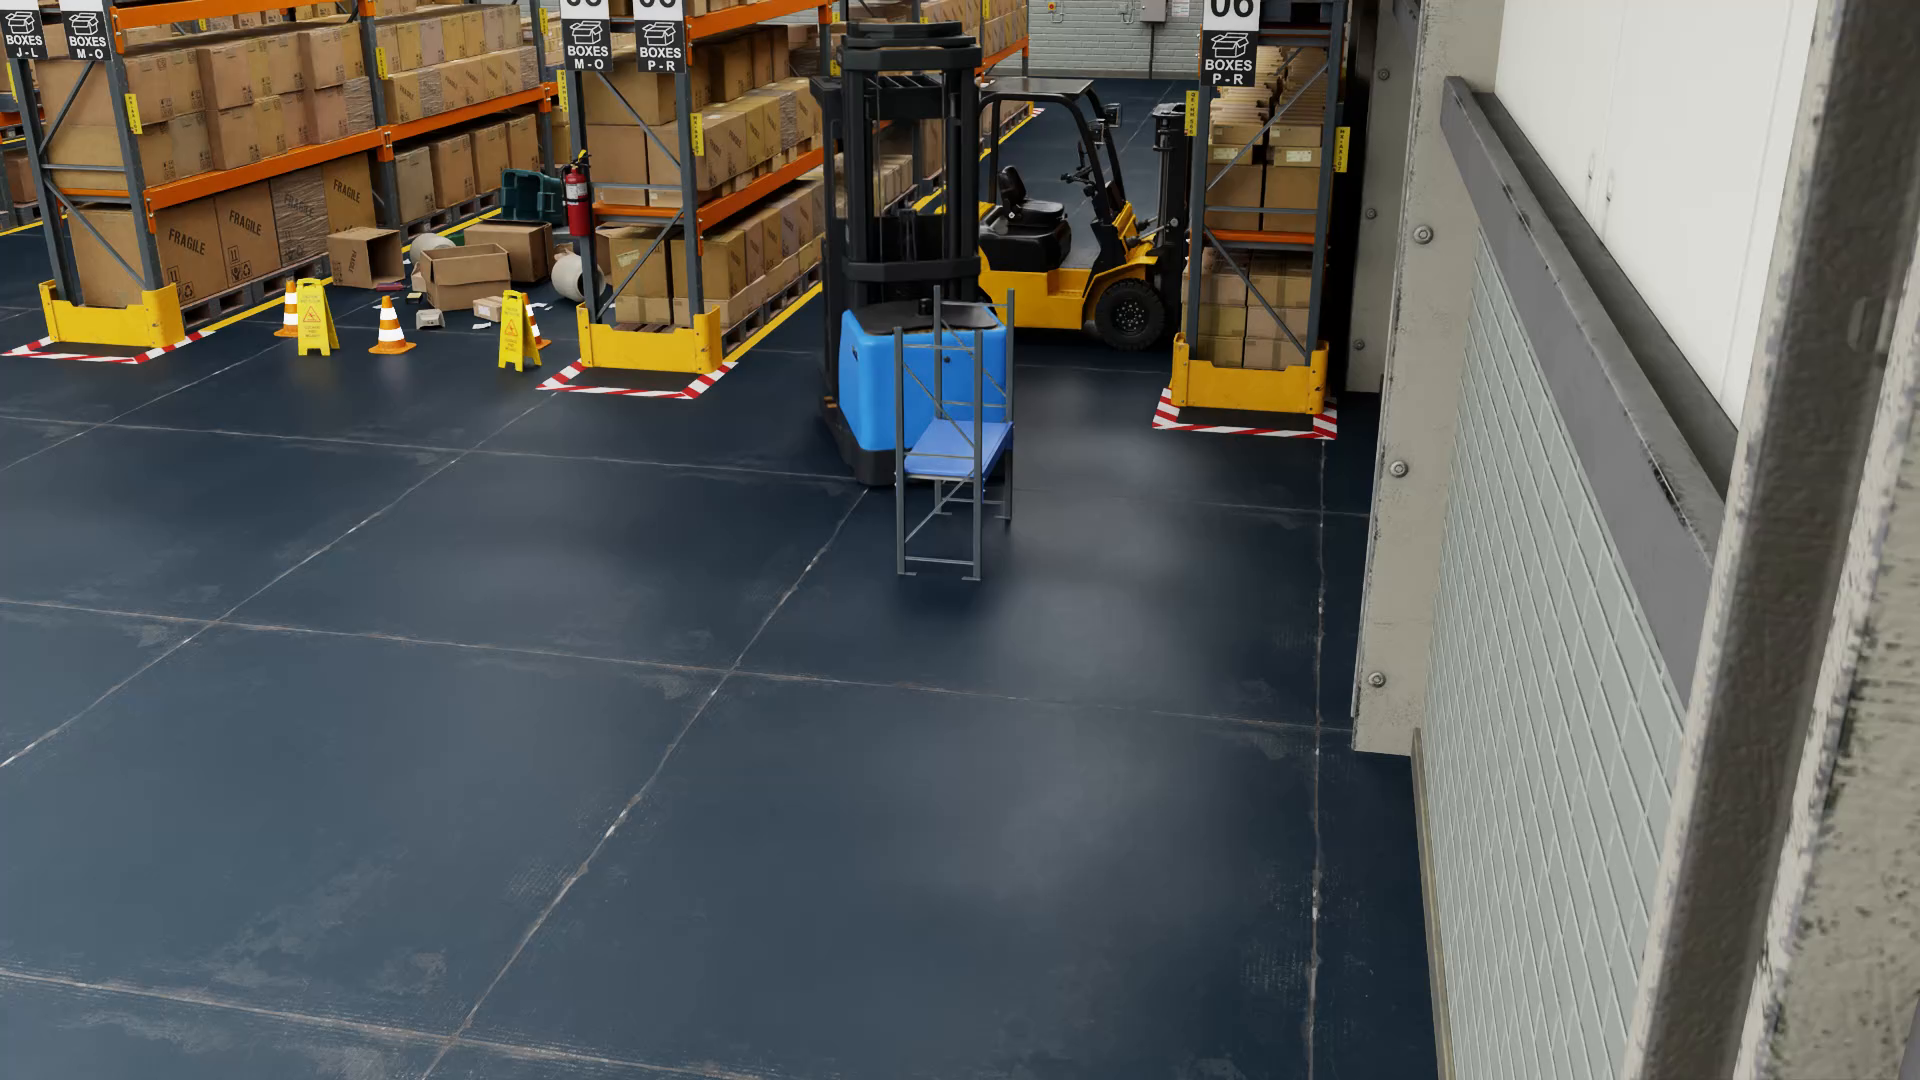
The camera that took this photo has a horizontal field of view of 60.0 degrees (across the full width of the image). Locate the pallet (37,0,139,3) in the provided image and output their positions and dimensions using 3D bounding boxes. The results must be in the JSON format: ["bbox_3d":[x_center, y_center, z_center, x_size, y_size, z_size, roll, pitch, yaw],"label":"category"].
[{"bbox_3d":[-7.337,-4.805,14.372,1.003,0.211,1.213,4,22,11],"label":"pallet"}]

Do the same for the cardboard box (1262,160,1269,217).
[{"bbox_3d":[2.706,-2.864,13.315,0.500,0.500,0.500,5,23,13],"label":"cardboard box"}]

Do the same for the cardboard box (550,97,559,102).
[{"bbox_3d":[-5.365,-5.911,22.794,0.500,0.250,0.500,4,22,10],"label":"cardboard box"}]

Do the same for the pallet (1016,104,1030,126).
[{"bbox_3d":[0.567,-7.102,27.705,1.003,0.211,1.213,4,22,11],"label":"pallet"}]

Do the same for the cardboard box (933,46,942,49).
[{"bbox_3d":[-0.527,-6.286,21.477,0.500,0.250,0.500,5,22,12],"label":"cardboard box"}]

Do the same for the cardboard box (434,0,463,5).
[{"bbox_3d":[-8.890,-9.667,29.141,0.500,0.500,0.500,5,22,12],"label":"cardboard box"}]

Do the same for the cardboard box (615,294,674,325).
[{"bbox_3d":[-2.705,-2.086,14.637,0.500,0.250,0.500,4,22,11],"label":"cardboard box"}]

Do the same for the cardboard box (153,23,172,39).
[{"bbox_3d":[-10.752,-6.564,21.941,0.500,0.500,0.500,2,22,4],"label":"cardboard box"}]

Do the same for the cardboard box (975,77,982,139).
[{"bbox_3d":[-0.211,-6.207,24.033,0.875,0.875,0.875,5,23,13],"label":"cardboard box"}]

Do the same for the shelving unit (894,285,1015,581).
[{"bbox_3d":[-0.017,-0.665,9.996,0.538,1.500,1.048,4,22,11],"label":"shelving unit"}]

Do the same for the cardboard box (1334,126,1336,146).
[{"bbox_3d":[2.852,-3.283,13.488,0.380,0.149,0.250,5,22,11],"label":"cardboard box"}]

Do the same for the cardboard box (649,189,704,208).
[{"bbox_3d":[-2.340,-2.834,13.712,0.380,0.149,0.250,5,22,11],"label":"cardboard box"}]

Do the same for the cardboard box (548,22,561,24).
[{"bbox_3d":[-5.400,-6.901,22.452,0.380,0.149,0.250,4,22,9],"label":"cardboard box"}]

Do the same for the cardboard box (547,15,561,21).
[{"bbox_3d":[-5.823,-7.343,23.550,0.380,0.149,0.250,5,23,13],"label":"cardboard box"}]

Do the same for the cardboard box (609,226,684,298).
[{"bbox_3d":[-2.703,-2.422,14.467,0.500,0.500,0.500,5,22,11],"label":"cardboard box"}]

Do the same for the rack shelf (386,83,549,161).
[{"bbox_3d":[-6.254,-5.043,19.823,1.077,0.370,4.000,4,22,11],"label":"rack shelf"}]

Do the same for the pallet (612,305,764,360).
[{"bbox_3d":[-2.396,-1.871,14.716,1.003,0.211,1.213,4,22,11],"label":"pallet"}]

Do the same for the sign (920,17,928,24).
[{"bbox_3d":[-0.446,-6.230,20.364,0.100,0.325,0.005,4,22,11],"label":"sign"}]

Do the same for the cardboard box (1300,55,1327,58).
[{"bbox_3d":[3.974,-5.314,18.532,0.380,0.149,0.250,4,22,10],"label":"cardboard box"}]

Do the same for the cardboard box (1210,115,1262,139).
[{"bbox_3d":[2.135,-3.190,12.859,0.380,0.149,0.250,4,22,11],"label":"cardboard box"}]

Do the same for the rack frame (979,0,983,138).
[{"bbox_3d":[-0.163,-7.231,24.292,1.000,3.000,0.127,4,22,11],"label":"rack frame"}]

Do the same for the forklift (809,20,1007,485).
[{"bbox_3d":[-0.458,-2.242,11.997,1.130,2.935,3.031,-5,22,-11],"label":"forklift"}]

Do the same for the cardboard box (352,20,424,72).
[{"bbox_3d":[-6.463,-5.526,18.587,0.700,0.500,0.500,4,22,10],"label":"cardboard box"}]

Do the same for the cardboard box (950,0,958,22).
[{"bbox_3d":[-0.320,-6.994,22.233,0.500,0.500,0.500,5,22,12],"label":"cardboard box"}]

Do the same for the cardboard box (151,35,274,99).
[{"bbox_3d":[-7.114,-4.492,15.846,0.875,0.550,0.500,4,22,11],"label":"cardboard box"}]

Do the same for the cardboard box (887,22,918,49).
[{"bbox_3d":[-0.800,-5.960,20.042,0.500,0.500,0.500,4,22,9],"label":"cardboard box"}]

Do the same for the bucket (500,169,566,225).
[{"bbox_3d":[-4.433,-3.607,17.641,0.726,0.611,0.620,13,15,29],"label":"bucket"}]

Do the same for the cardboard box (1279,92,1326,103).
[{"bbox_3d":[2.920,-3.717,14.168,0.380,0.149,0.250,5,22,12],"label":"cardboard box"}]

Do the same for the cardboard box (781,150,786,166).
[{"bbox_3d":[-1.848,-3.585,15.575,0.380,0.149,0.250,4,22,10],"label":"cardboard box"}]

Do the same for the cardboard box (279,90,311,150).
[{"bbox_3d":[-7.041,-4.188,16.536,0.875,0.550,0.550,4,22,11],"label":"cardboard box"}]

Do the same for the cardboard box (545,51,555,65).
[{"bbox_3d":[-5.557,-6.335,21.842,0.380,0.149,0.250,4,22,10],"label":"cardboard box"}]

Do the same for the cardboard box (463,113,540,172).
[{"bbox_3d":[-6.058,-5.044,21.311,1.050,0.750,0.750,4,22,10],"label":"cardboard box"}]

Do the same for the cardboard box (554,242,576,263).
[{"bbox_3d":[-4.063,-2.902,17.205,0.258,0.266,0.396,-11,25,-26],"label":"cardboard box"}]

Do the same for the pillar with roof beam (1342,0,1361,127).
[{"bbox_3d":[1.507,-10.151,23.512,9.100,9.000,0.400,4,22,11],"label":"pillar with roof beam"}]

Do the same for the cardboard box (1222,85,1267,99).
[{"bbox_3d":[2.521,-3.940,14.720,0.380,0.149,0.250,4,22,10],"label":"cardboard box"}]

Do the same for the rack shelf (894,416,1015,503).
[{"bbox_3d":[-0.017,-0.498,10.063,0.538,0.185,1.000,4,22,11],"label":"rack shelf"}]

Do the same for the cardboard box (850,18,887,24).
[{"bbox_3d":[-1.037,-5.828,18.847,0.380,0.149,0.250,3,22,8],"label":"cardboard box"}]

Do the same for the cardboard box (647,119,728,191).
[{"bbox_3d":[-2.243,-3.179,13.699,0.500,0.500,0.500,4,22,10],"label":"cardboard box"}]

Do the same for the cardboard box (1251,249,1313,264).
[{"bbox_3d":[2.630,-2.193,13.563,0.500,0.250,0.500,4,22,11],"label":"cardboard box"}]

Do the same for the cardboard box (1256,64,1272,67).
[{"bbox_3d":[3.127,-4.990,17.725,0.380,0.149,0.250,4,22,9],"label":"cardboard box"}]

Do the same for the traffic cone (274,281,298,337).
[{"bbox_3d":[-5.980,-2.092,14.928,0.336,0.463,0.334,4,22,11],"label":"traffic cone"}]

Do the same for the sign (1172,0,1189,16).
[{"bbox_3d":[4.333,-10.538,32.632,0.329,0.494,0.001,4,22,11],"label":"sign"}]

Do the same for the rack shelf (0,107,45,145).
[{"bbox_3d":[-11.089,-5.458,20.854,1.077,0.370,4.000,4,22,11],"label":"rack shelf"}]

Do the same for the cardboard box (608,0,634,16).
[{"bbox_3d":[-2.813,-4.269,13.259,0.380,0.149,0.250,5,22,11],"label":"cardboard box"}]

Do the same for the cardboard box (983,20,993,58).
[{"bbox_3d":[0.189,-7.429,24.650,0.500,0.500,0.500,5,23,13],"label":"cardboard box"}]

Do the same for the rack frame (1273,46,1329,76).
[{"bbox_3d":[3.065,-3.928,16.092,1.000,3.000,0.127,4,22,11],"label":"rack frame"}]

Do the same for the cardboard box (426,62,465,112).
[{"bbox_3d":[-6.084,-5.231,19.193,0.500,0.500,0.500,4,22,11],"label":"cardboard box"}]

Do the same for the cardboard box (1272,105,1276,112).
[{"bbox_3d":[2.719,-3.832,15.719,0.500,0.500,0.500,4,22,9],"label":"cardboard box"}]

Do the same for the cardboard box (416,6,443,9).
[{"bbox_3d":[-9.095,-8.948,28.360,0.500,0.250,0.500,4,22,9],"label":"cardboard box"}]

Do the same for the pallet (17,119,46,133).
[{"bbox_3d":[-14.911,-6.791,26.934,1.003,0.211,1.213,4,22,11],"label":"pallet"}]

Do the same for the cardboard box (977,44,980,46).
[{"bbox_3d":[-0.008,-6.978,23.865,0.500,0.250,0.500,4,22,10],"label":"cardboard box"}]
